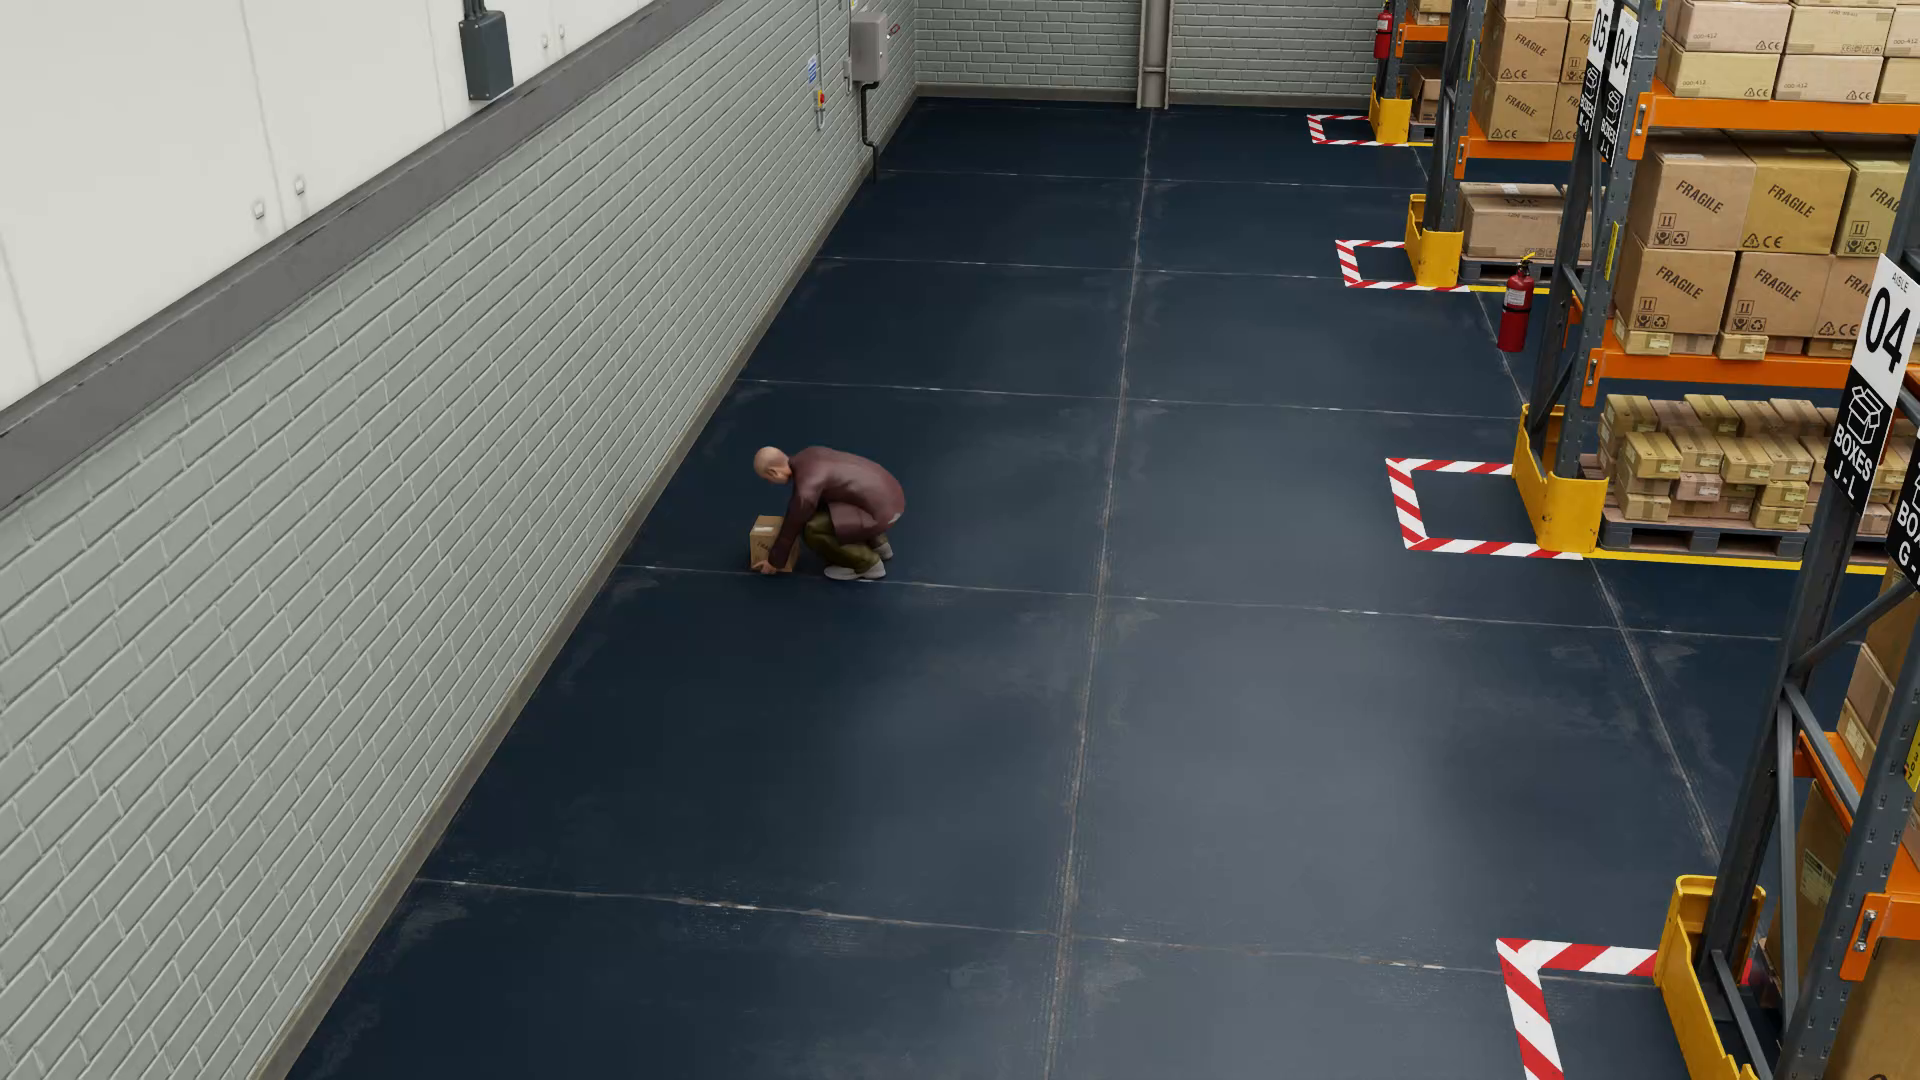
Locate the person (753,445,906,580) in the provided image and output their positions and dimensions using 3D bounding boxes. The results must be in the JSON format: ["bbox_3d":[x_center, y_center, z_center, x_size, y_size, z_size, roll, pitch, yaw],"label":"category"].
[{"bbox_3d":[-0.788,-0.163,10.079,0.922,0.890,0.581,3,28,6],"label":"person"}]
